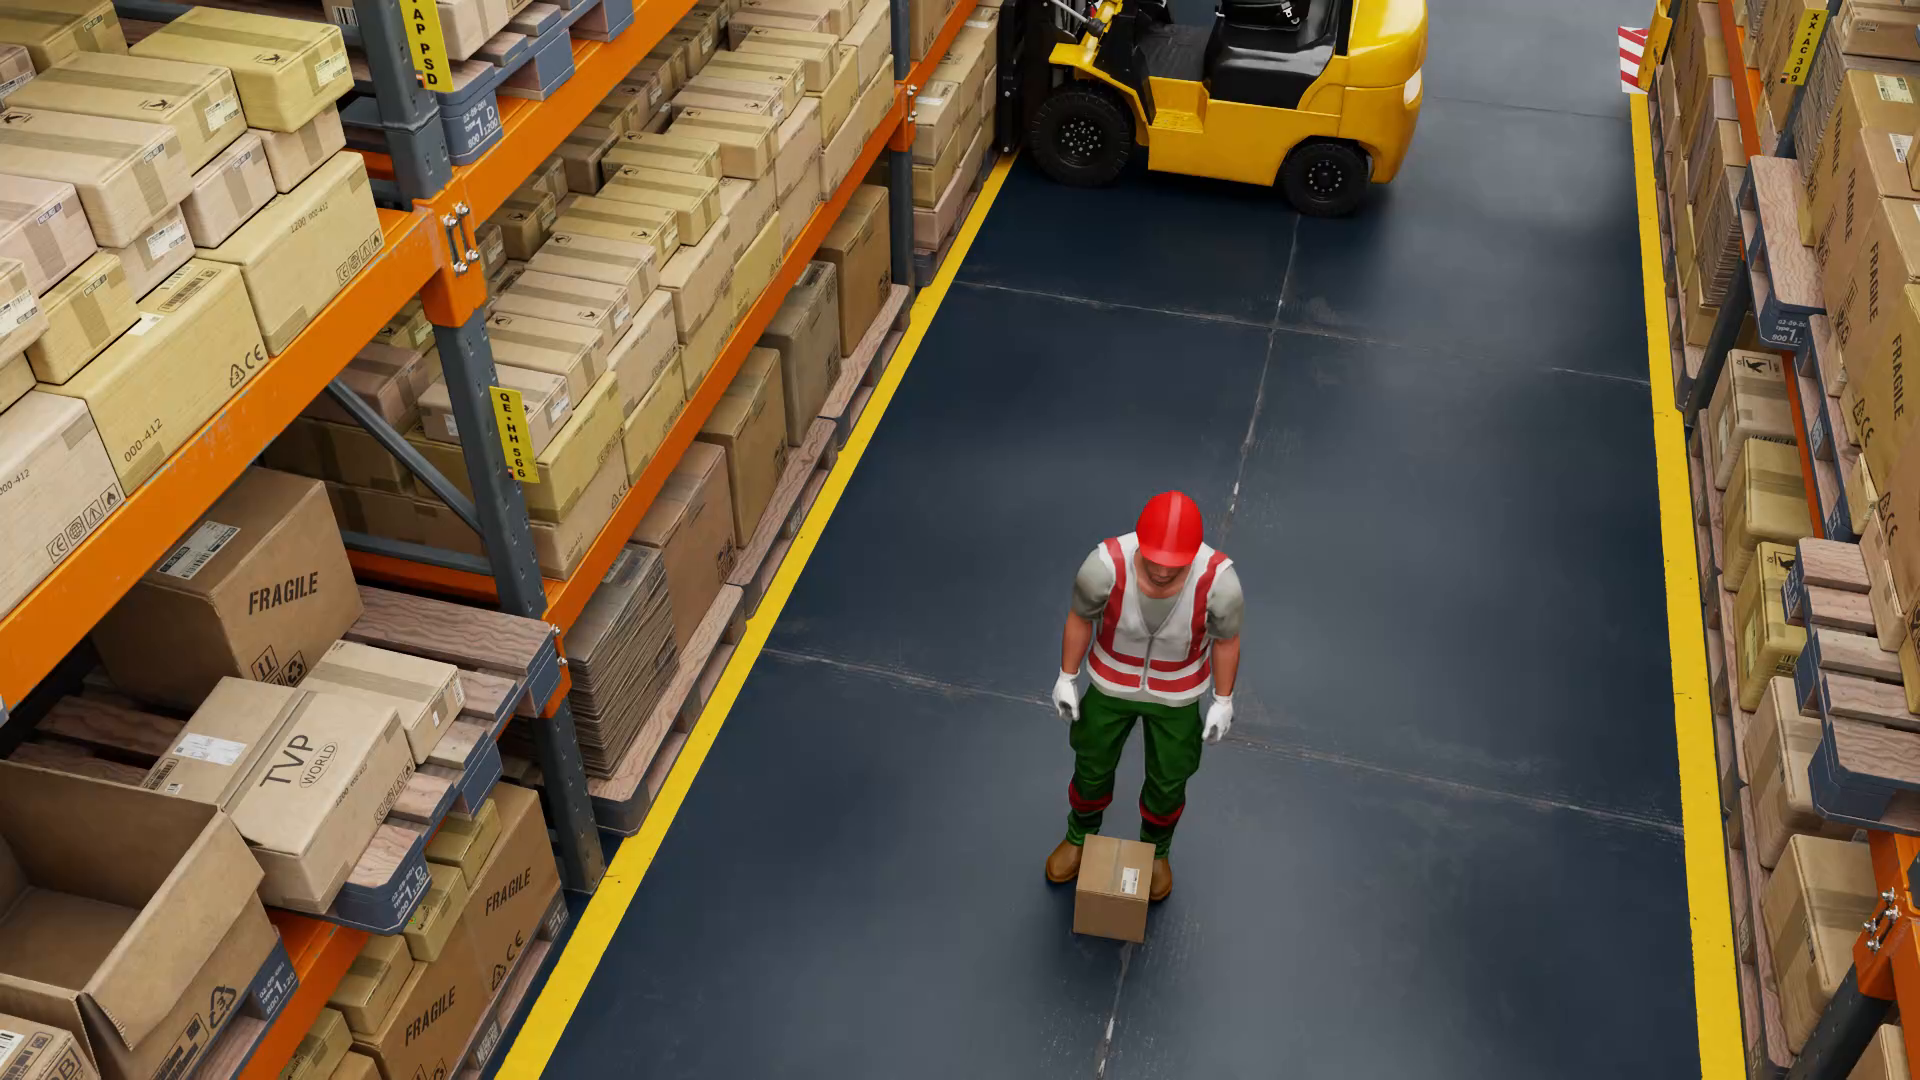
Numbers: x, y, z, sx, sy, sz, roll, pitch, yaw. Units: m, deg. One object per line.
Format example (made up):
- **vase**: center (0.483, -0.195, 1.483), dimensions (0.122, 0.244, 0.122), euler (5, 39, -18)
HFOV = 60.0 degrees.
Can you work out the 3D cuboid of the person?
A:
- **person**: center (0.615, 0.513, 5.549), dimensions (0.613, 1.778, 0.452), euler (8, 41, 9)
